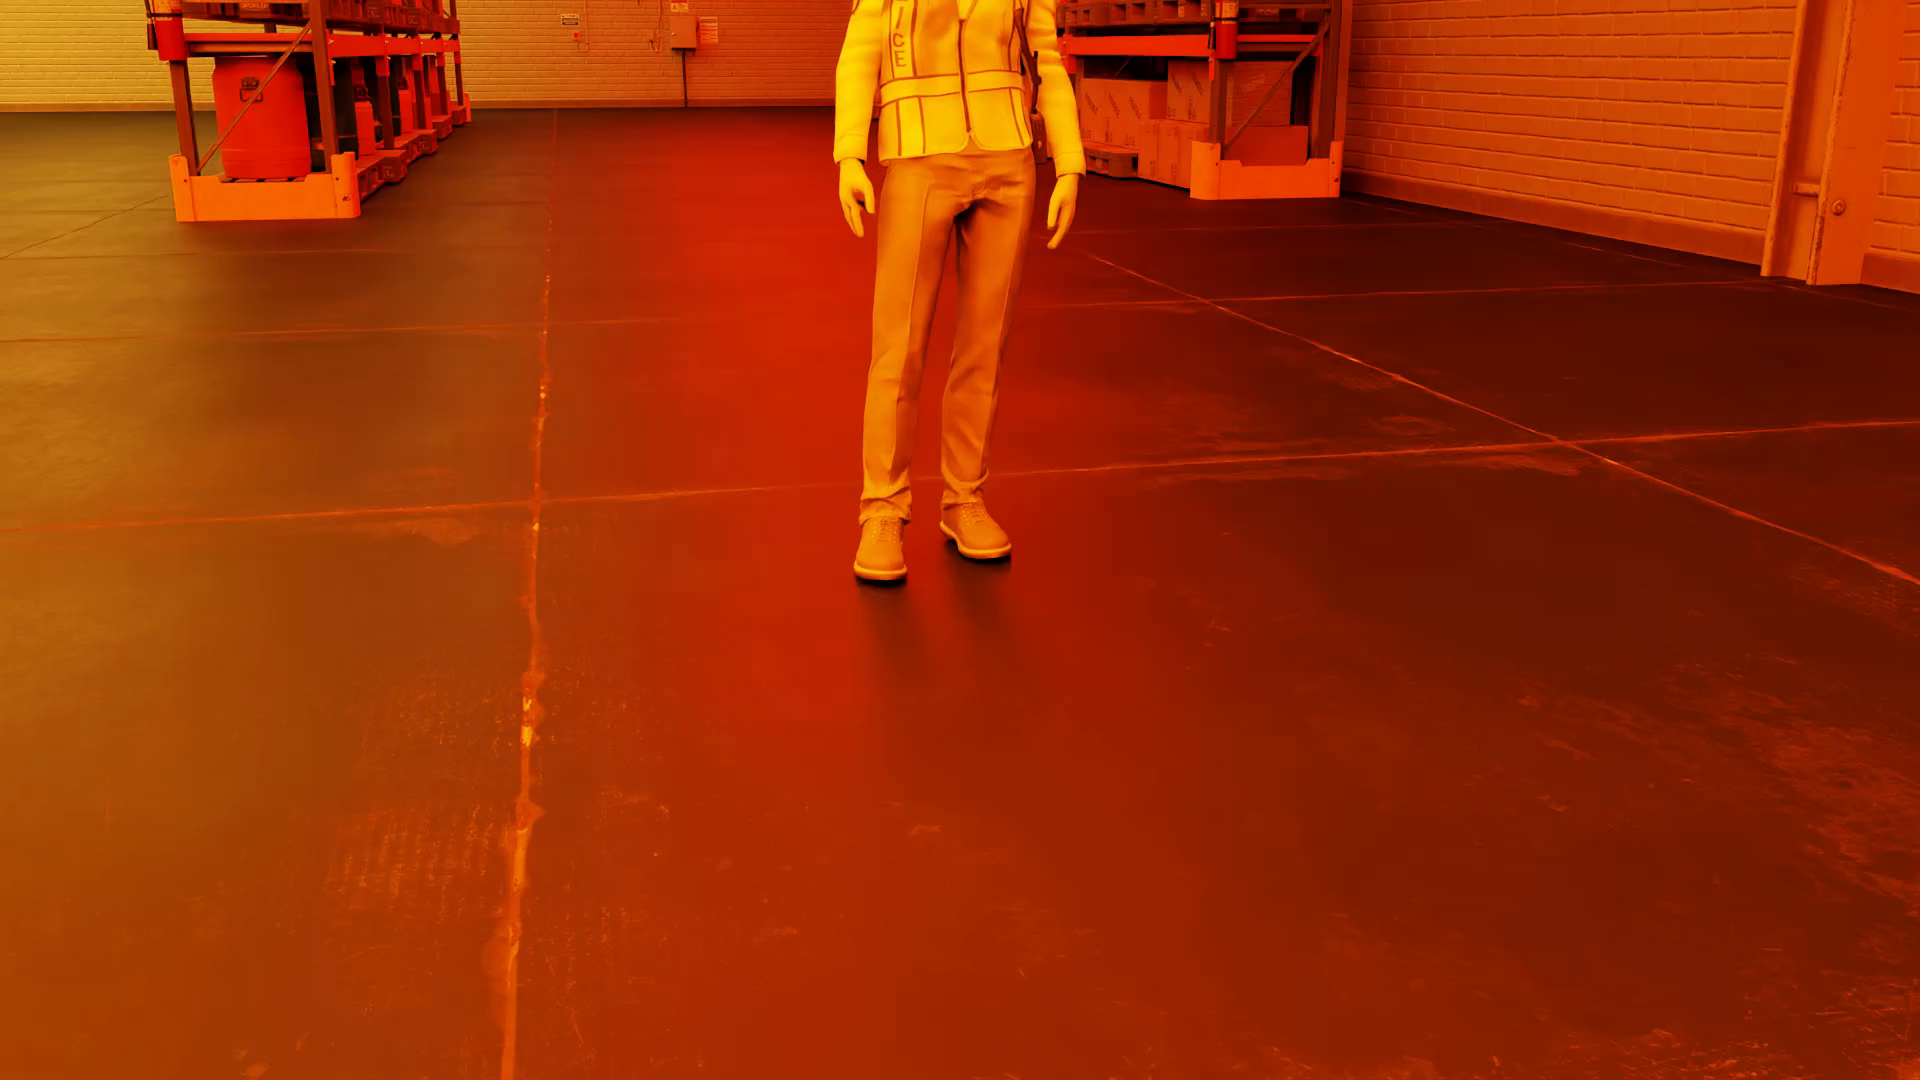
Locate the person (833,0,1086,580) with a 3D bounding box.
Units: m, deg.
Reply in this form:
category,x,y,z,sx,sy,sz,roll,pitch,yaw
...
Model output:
category,x,y,z,sx,sy,sz,roll,pitch,yaw
person,0.004,-0.799,3.706,0.576,1.695,0.531,-4,17,-12
